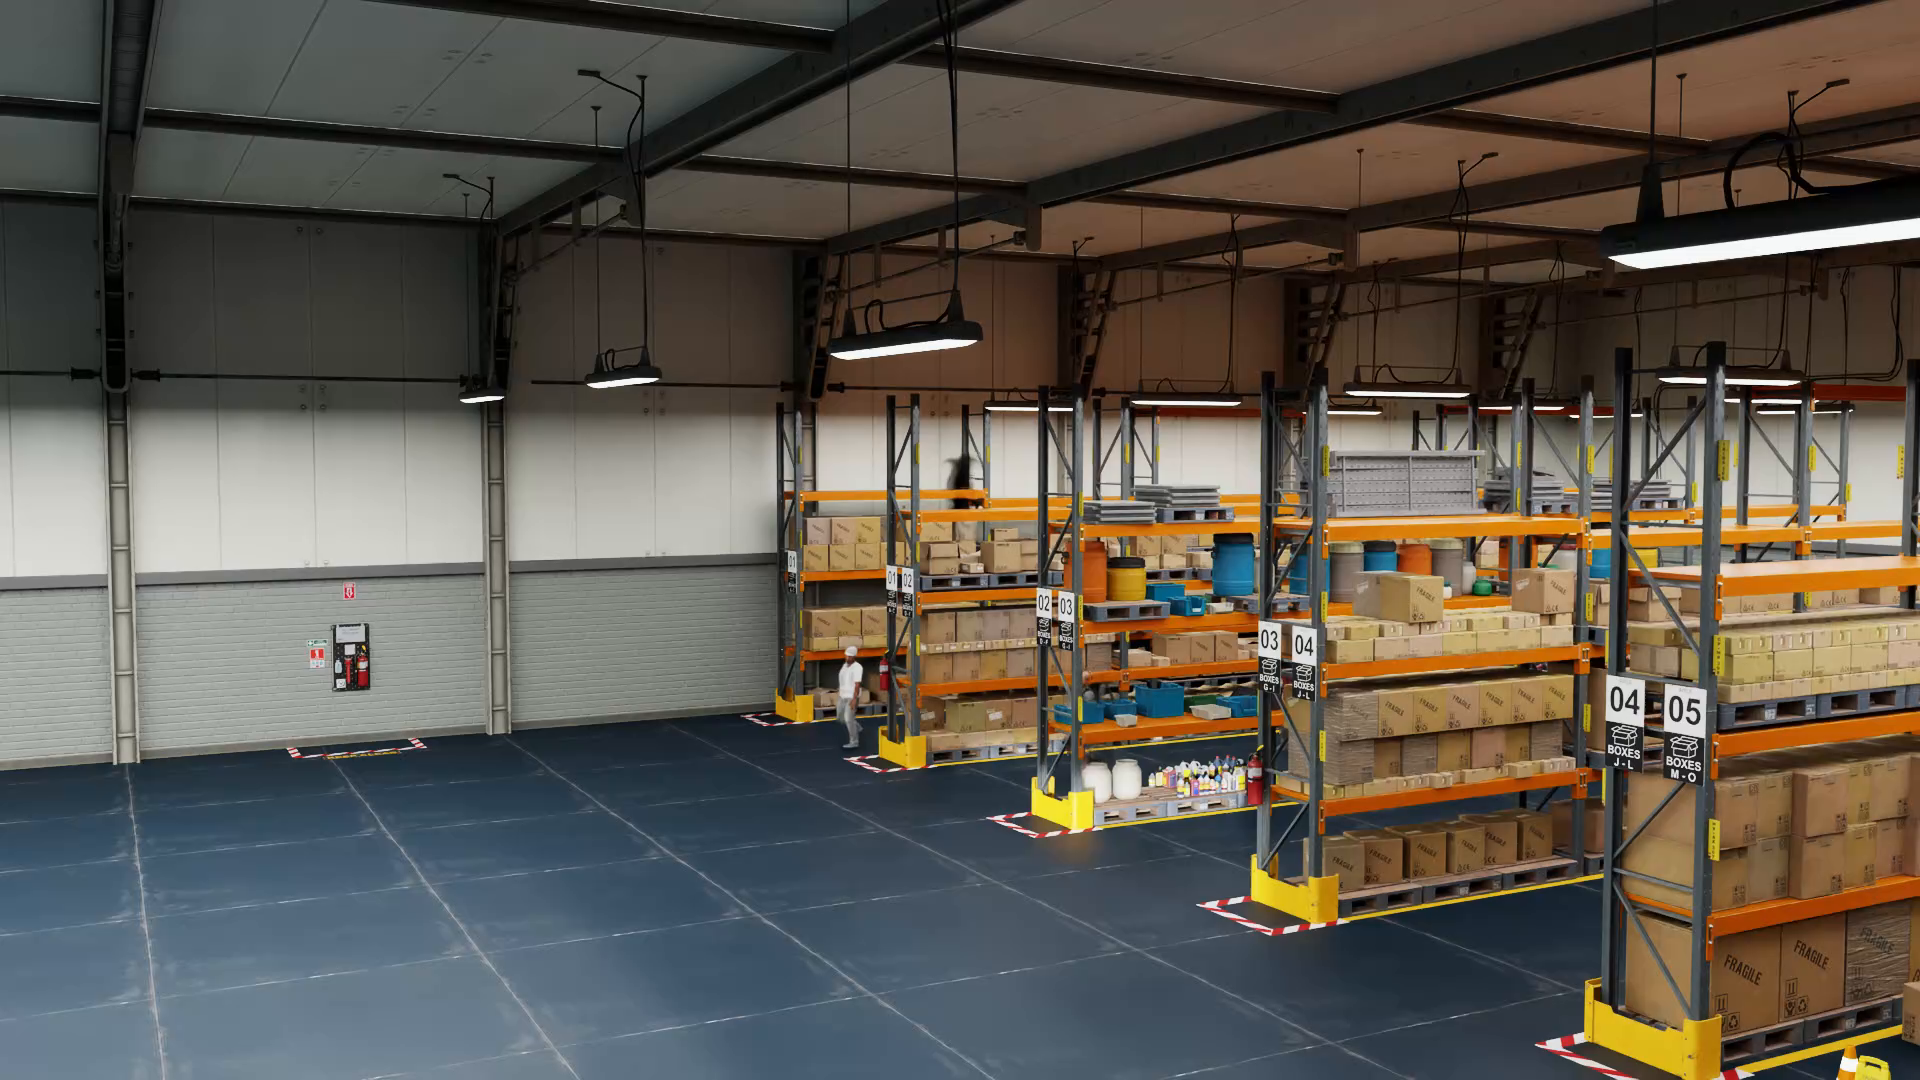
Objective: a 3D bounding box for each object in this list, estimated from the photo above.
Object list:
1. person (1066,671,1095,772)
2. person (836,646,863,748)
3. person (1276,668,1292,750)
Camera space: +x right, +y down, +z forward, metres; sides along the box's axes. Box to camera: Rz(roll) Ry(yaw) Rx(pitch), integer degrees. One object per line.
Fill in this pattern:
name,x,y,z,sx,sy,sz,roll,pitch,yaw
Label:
person,1.912,2.860,25.786,0.555,1.686,0.757,-1,3,-22
person,-1.809,2.666,28.373,0.551,1.742,0.677,-2,4,-36
person,5.514,2.717,28.244,0.696,1.706,0.627,-3,5,-45
